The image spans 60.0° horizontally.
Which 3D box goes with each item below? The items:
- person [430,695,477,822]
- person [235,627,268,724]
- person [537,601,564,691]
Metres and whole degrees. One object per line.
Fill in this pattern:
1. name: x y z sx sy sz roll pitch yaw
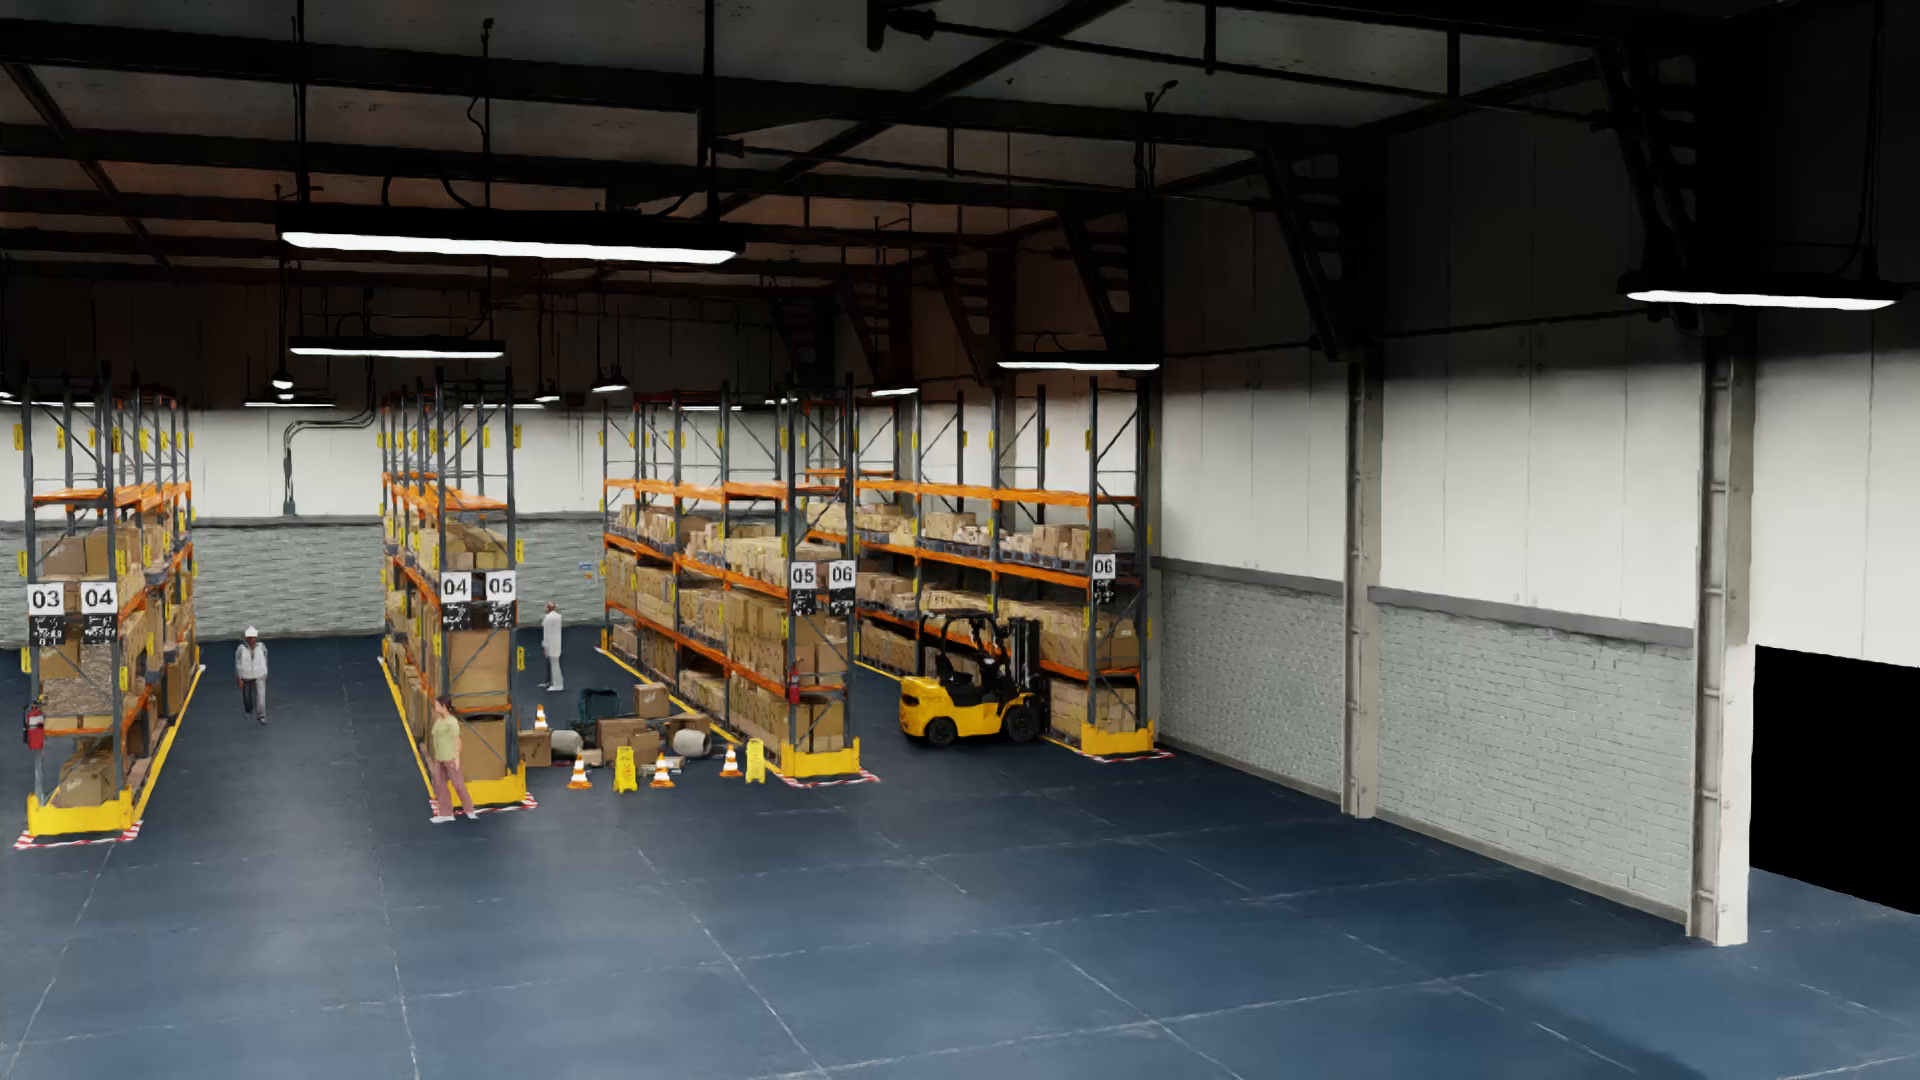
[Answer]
1. person: -6.662 2.860 21.852 0.565 1.656 0.536 3 4 39
2. person: -12.475 2.374 29.294 0.546 1.695 1.106 -2 4 -24
3. person: -8.192 2.098 33.229 0.629 1.773 0.677 0 3 6
